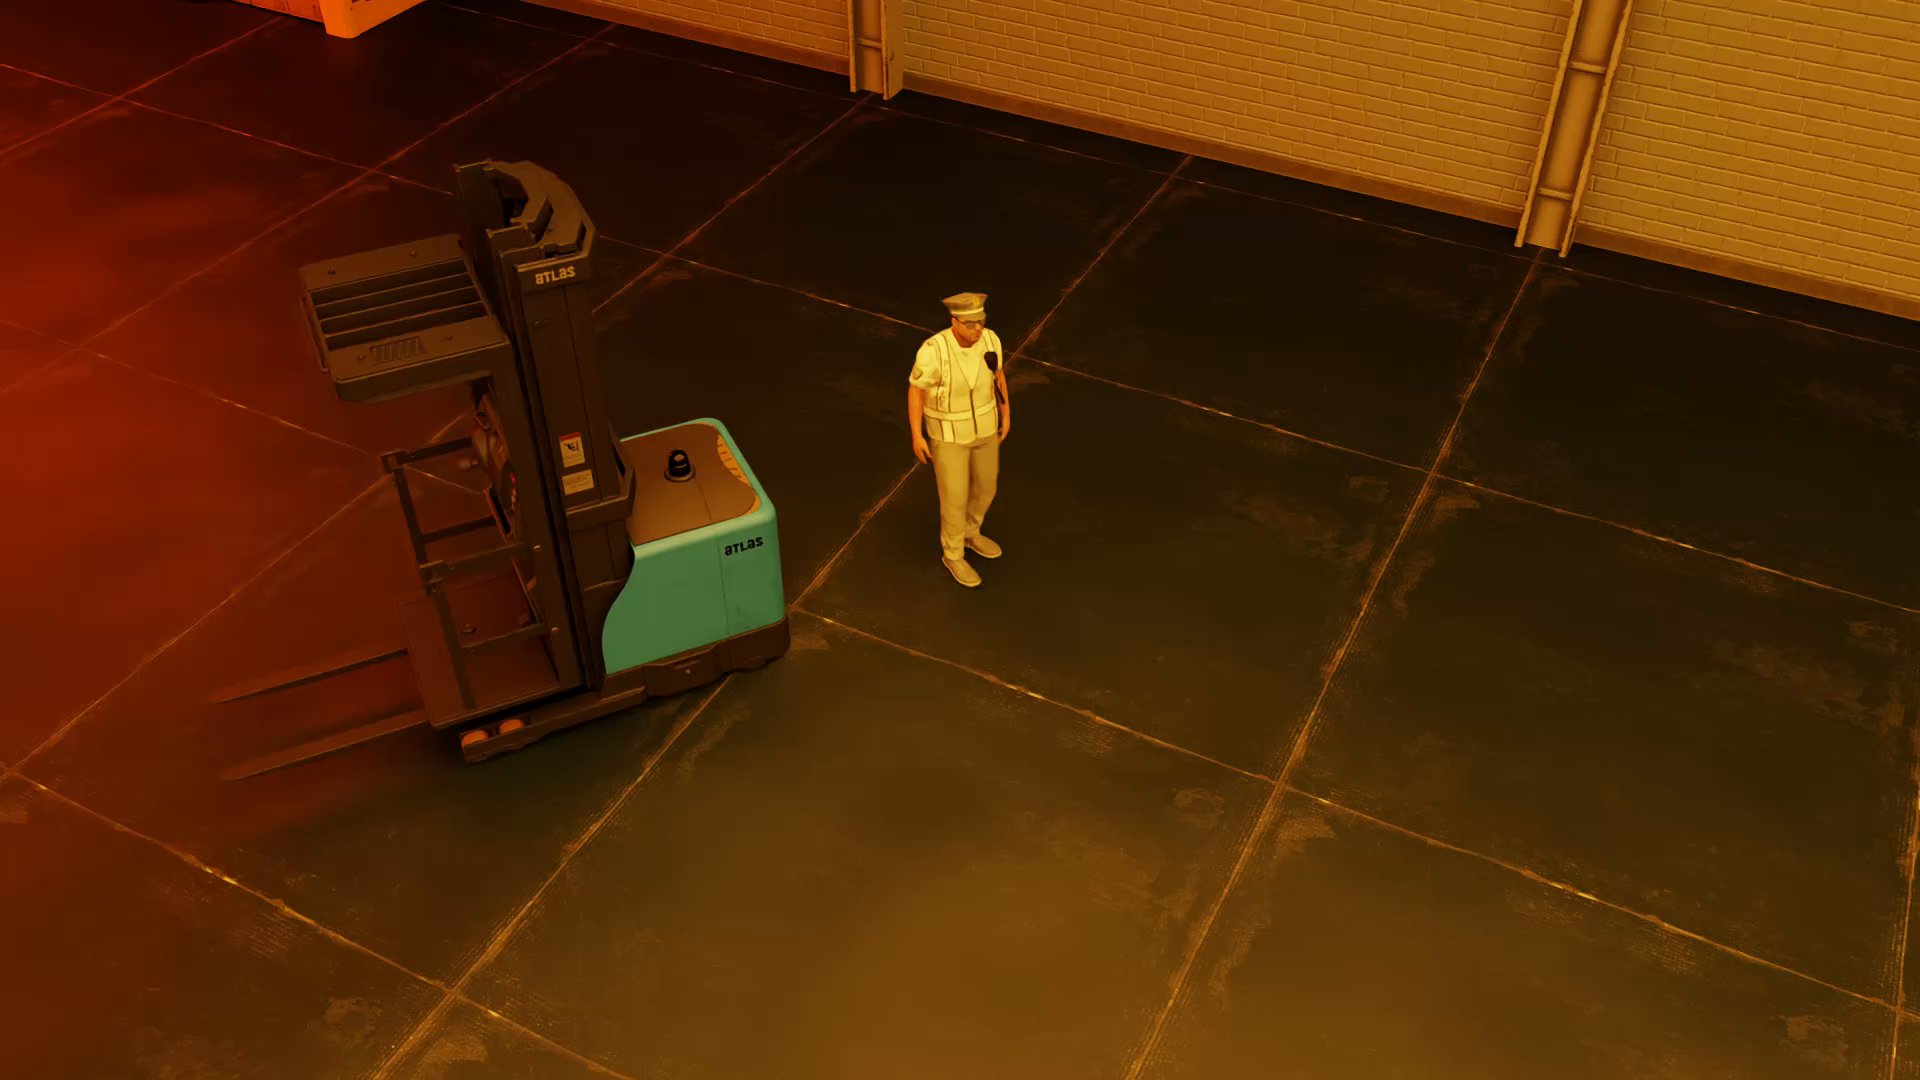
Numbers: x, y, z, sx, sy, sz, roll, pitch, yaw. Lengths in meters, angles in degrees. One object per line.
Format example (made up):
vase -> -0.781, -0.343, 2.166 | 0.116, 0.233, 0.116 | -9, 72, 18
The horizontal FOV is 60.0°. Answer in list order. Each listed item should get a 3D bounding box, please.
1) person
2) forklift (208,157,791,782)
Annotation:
person -> 0.058, -0.594, 9.597 | 0.659, 1.767, 0.608 | -18, 43, -20
forklift -> -2.522, -0.332, 8.381 | 3.031, 2.935, 1.130 | -17, 43, -19
